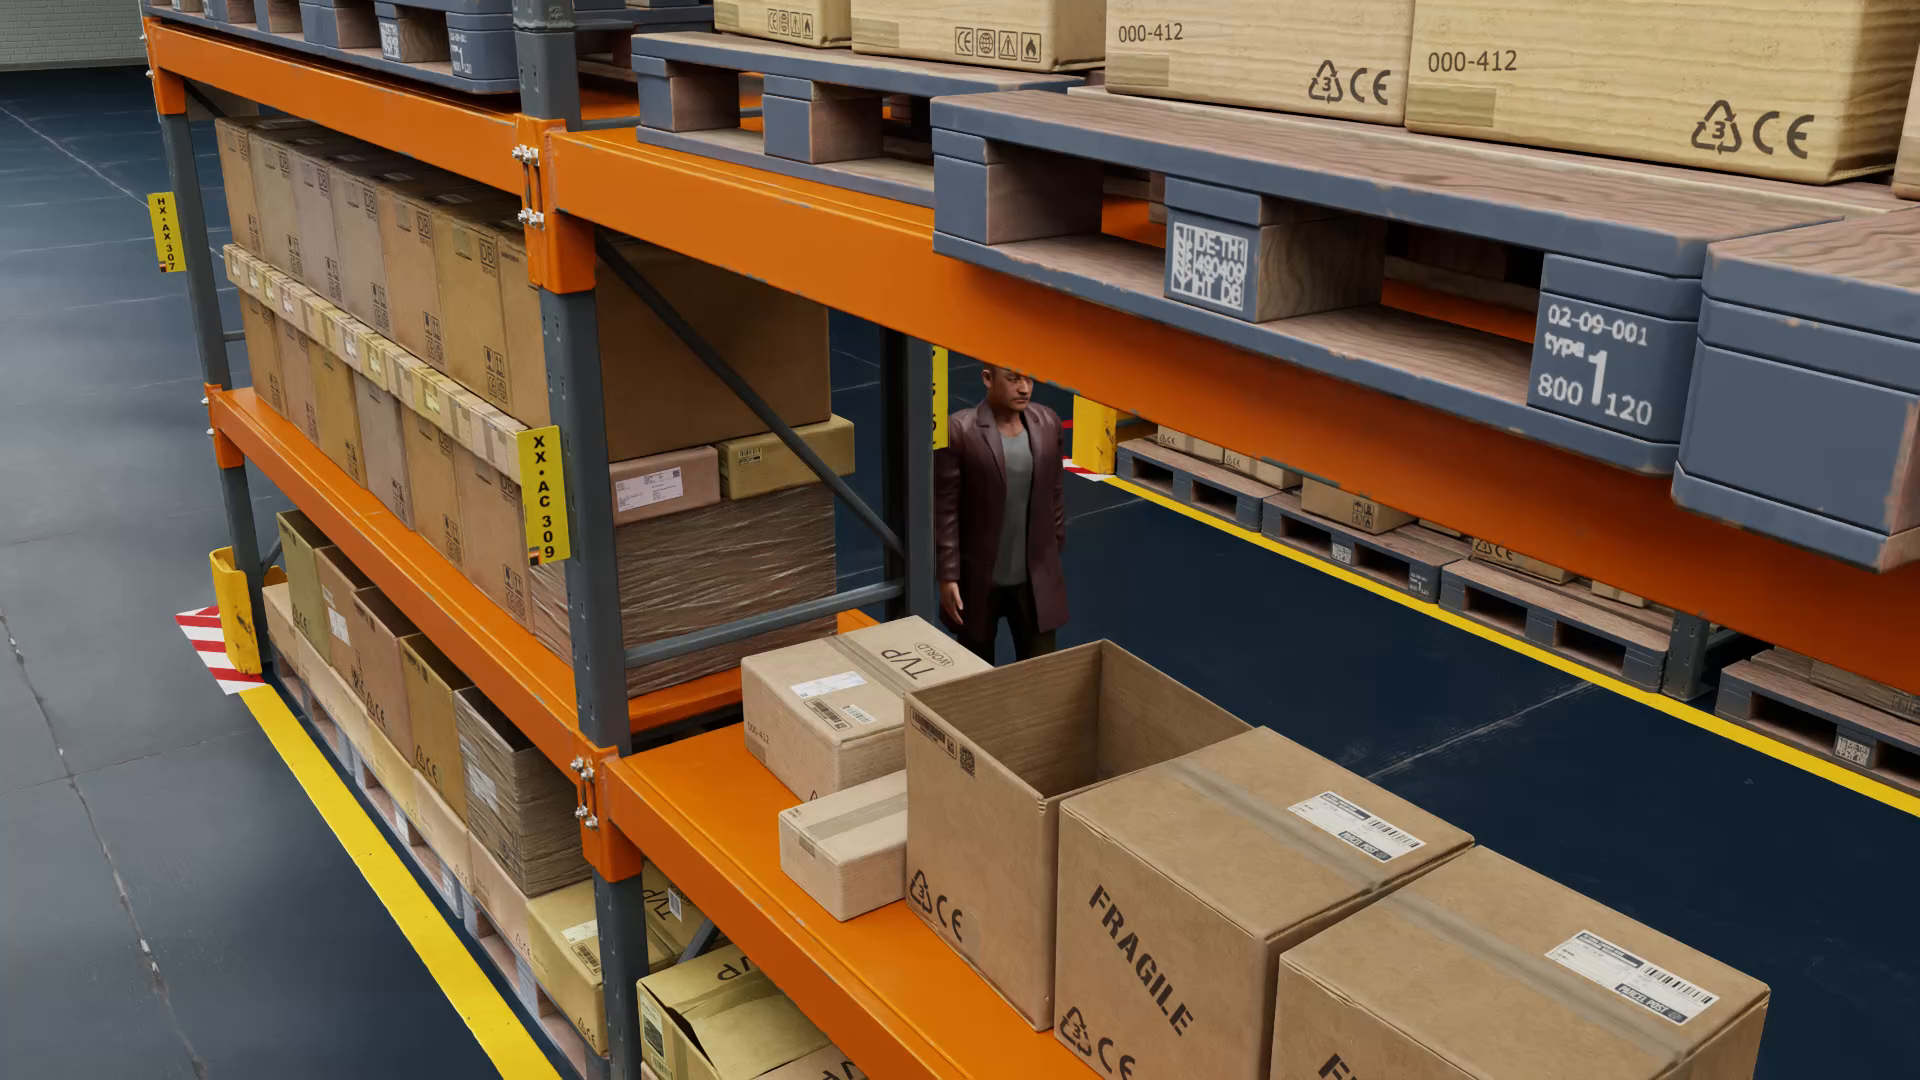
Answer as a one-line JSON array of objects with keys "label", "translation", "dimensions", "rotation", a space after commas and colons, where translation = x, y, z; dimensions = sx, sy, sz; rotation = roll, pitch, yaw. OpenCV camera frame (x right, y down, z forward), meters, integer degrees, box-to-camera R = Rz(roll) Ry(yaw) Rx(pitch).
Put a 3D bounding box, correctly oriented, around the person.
[{"label": "person", "translation": [0.160, 0.120, 6.268], "dimensions": [0.586, 1.771, 0.732], "rotation": [-5, 22, -12]}]
